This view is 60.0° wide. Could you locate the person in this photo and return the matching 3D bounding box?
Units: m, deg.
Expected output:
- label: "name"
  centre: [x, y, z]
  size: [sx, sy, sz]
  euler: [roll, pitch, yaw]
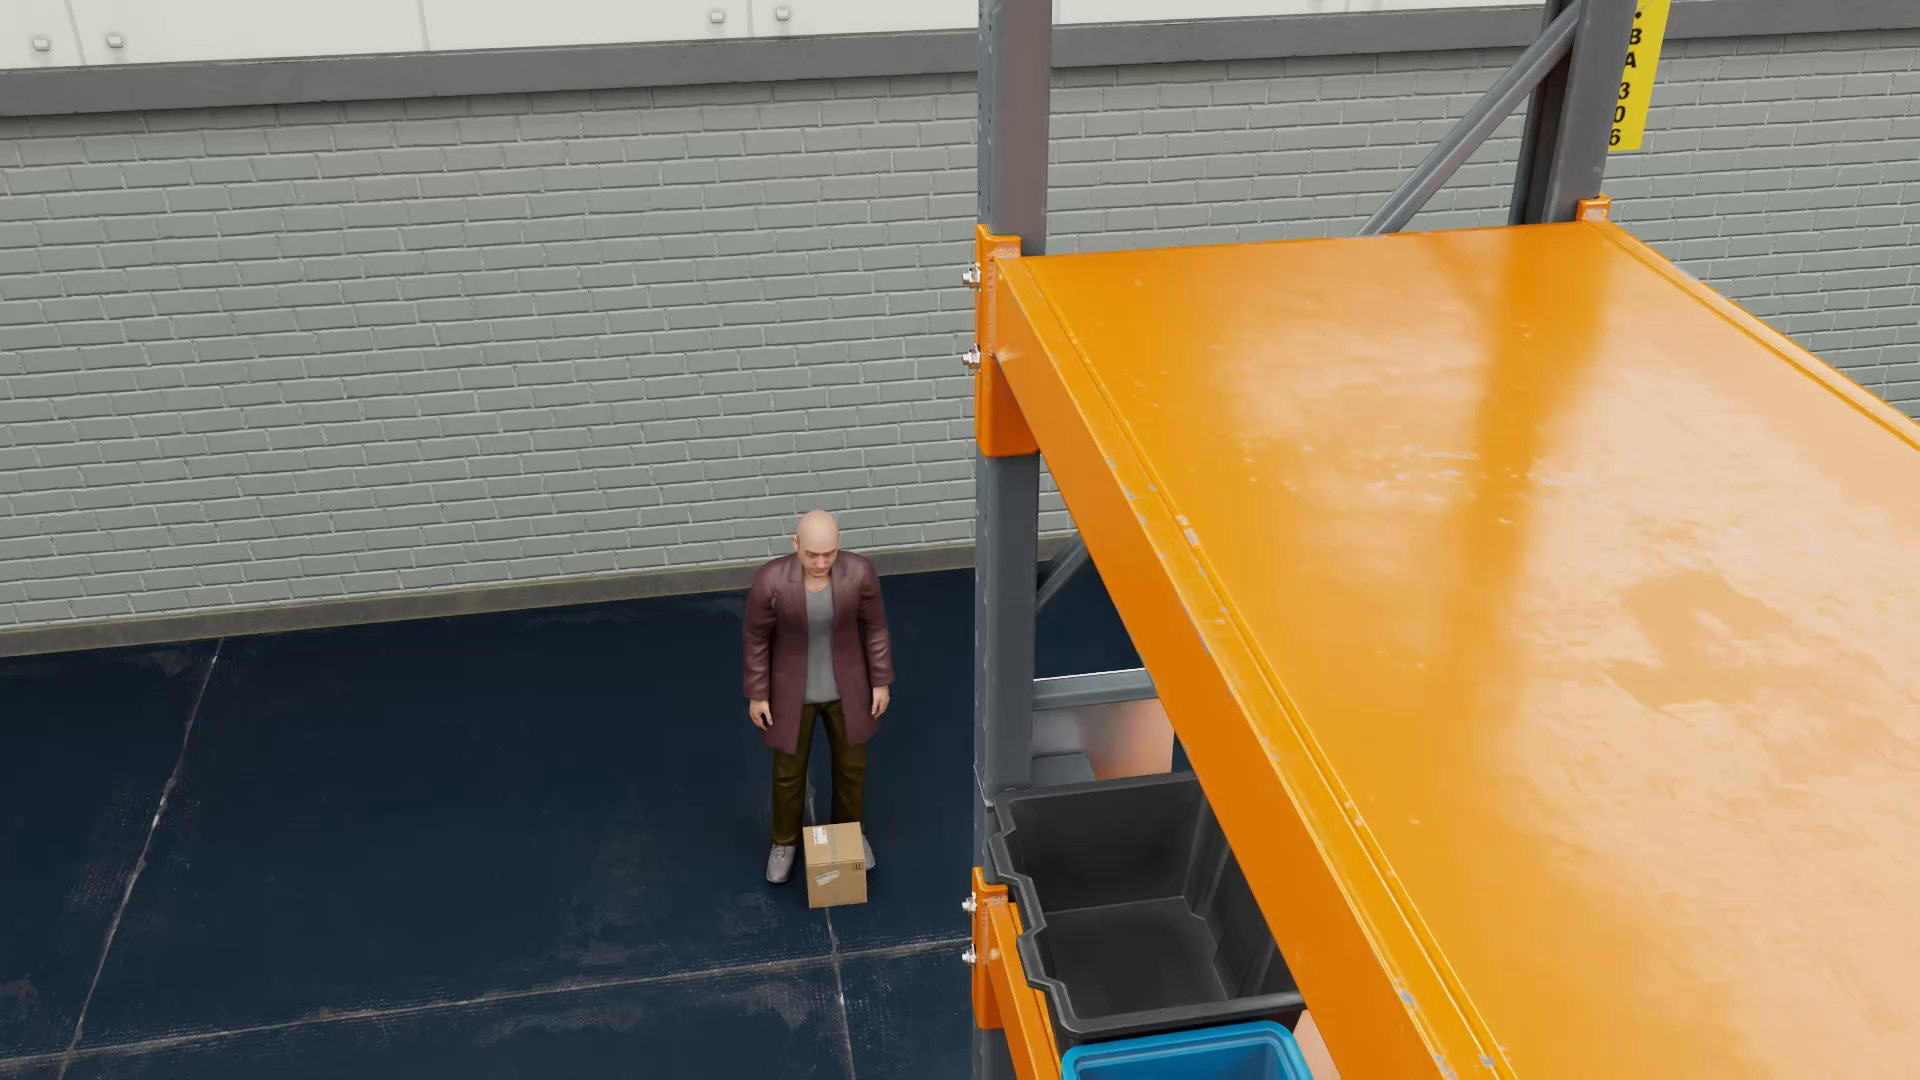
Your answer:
- label: "person"
  centre: [-0.597, 0.637, 7.066]
  size: [0.648, 1.774, 0.418]
  euler: [-6, 31, -9]
